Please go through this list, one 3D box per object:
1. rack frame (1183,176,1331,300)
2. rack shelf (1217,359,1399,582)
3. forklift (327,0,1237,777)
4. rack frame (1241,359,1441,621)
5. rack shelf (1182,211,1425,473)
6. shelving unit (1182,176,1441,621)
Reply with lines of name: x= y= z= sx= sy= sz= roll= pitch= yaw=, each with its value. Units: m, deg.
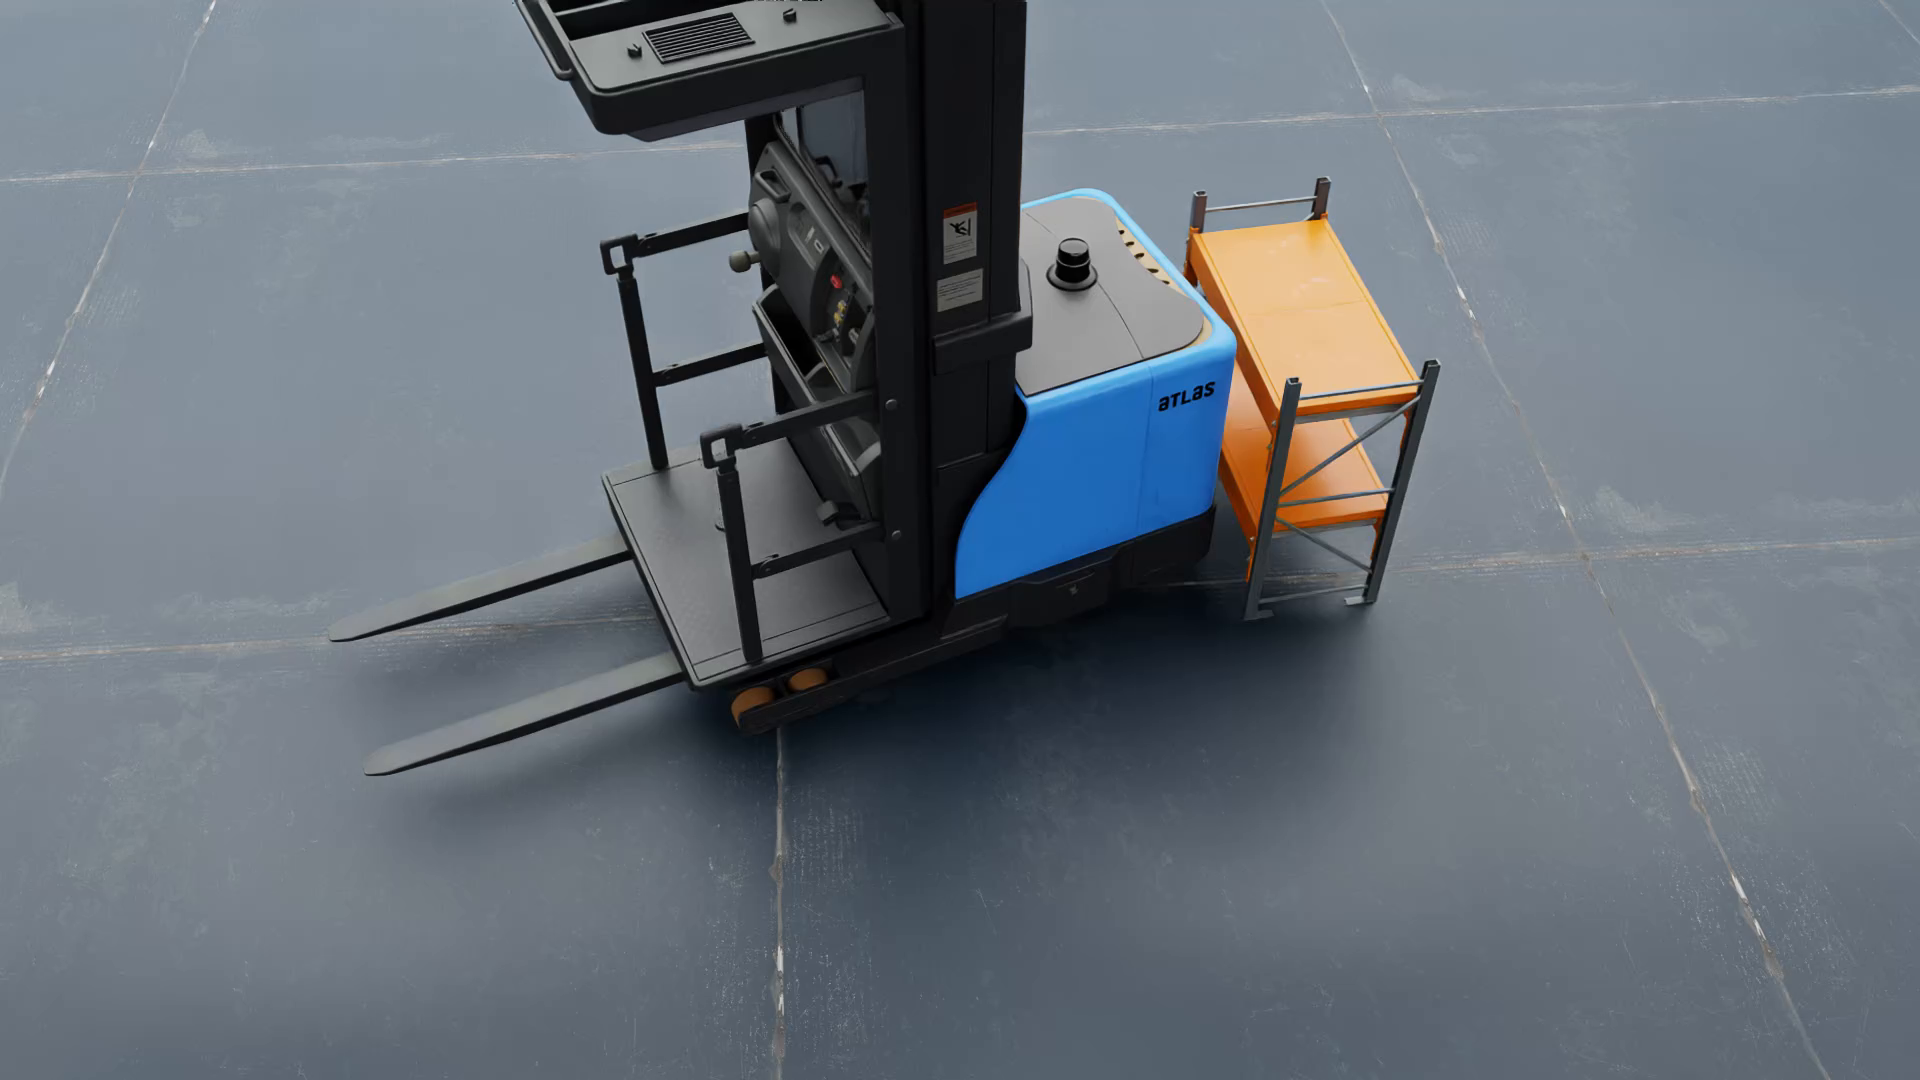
rack frame: x=1.071 y=-0.866 z=6.295 sx=0.500 sy=1.125 sz=0.032 roll=-8 pitch=47 yaw=-7
rack shelf: x=1.167 y=-0.335 z=6.129 sx=0.538 sy=0.278 sz=1.000 roll=-8 pitch=47 yaw=-7
forklift: x=-0.639 y=-0.792 z=4.981 sx=3.031 sy=2.935 sz=1.130 roll=-19 pitch=49 yaw=-17
rack frame: x=1.263 y=-0.141 z=5.608 sx=0.500 sy=1.125 sz=0.032 roll=-8 pitch=47 yaw=-7
rack shelf: x=1.167 y=-0.705 z=5.739 sx=0.538 sy=0.278 sz=1.000 roll=-8 pitch=47 yaw=-7
shelving unit: x=1.167 y=-0.503 z=5.951 sx=0.538 sy=1.125 sz=1.048 roll=-8 pitch=47 yaw=-7
